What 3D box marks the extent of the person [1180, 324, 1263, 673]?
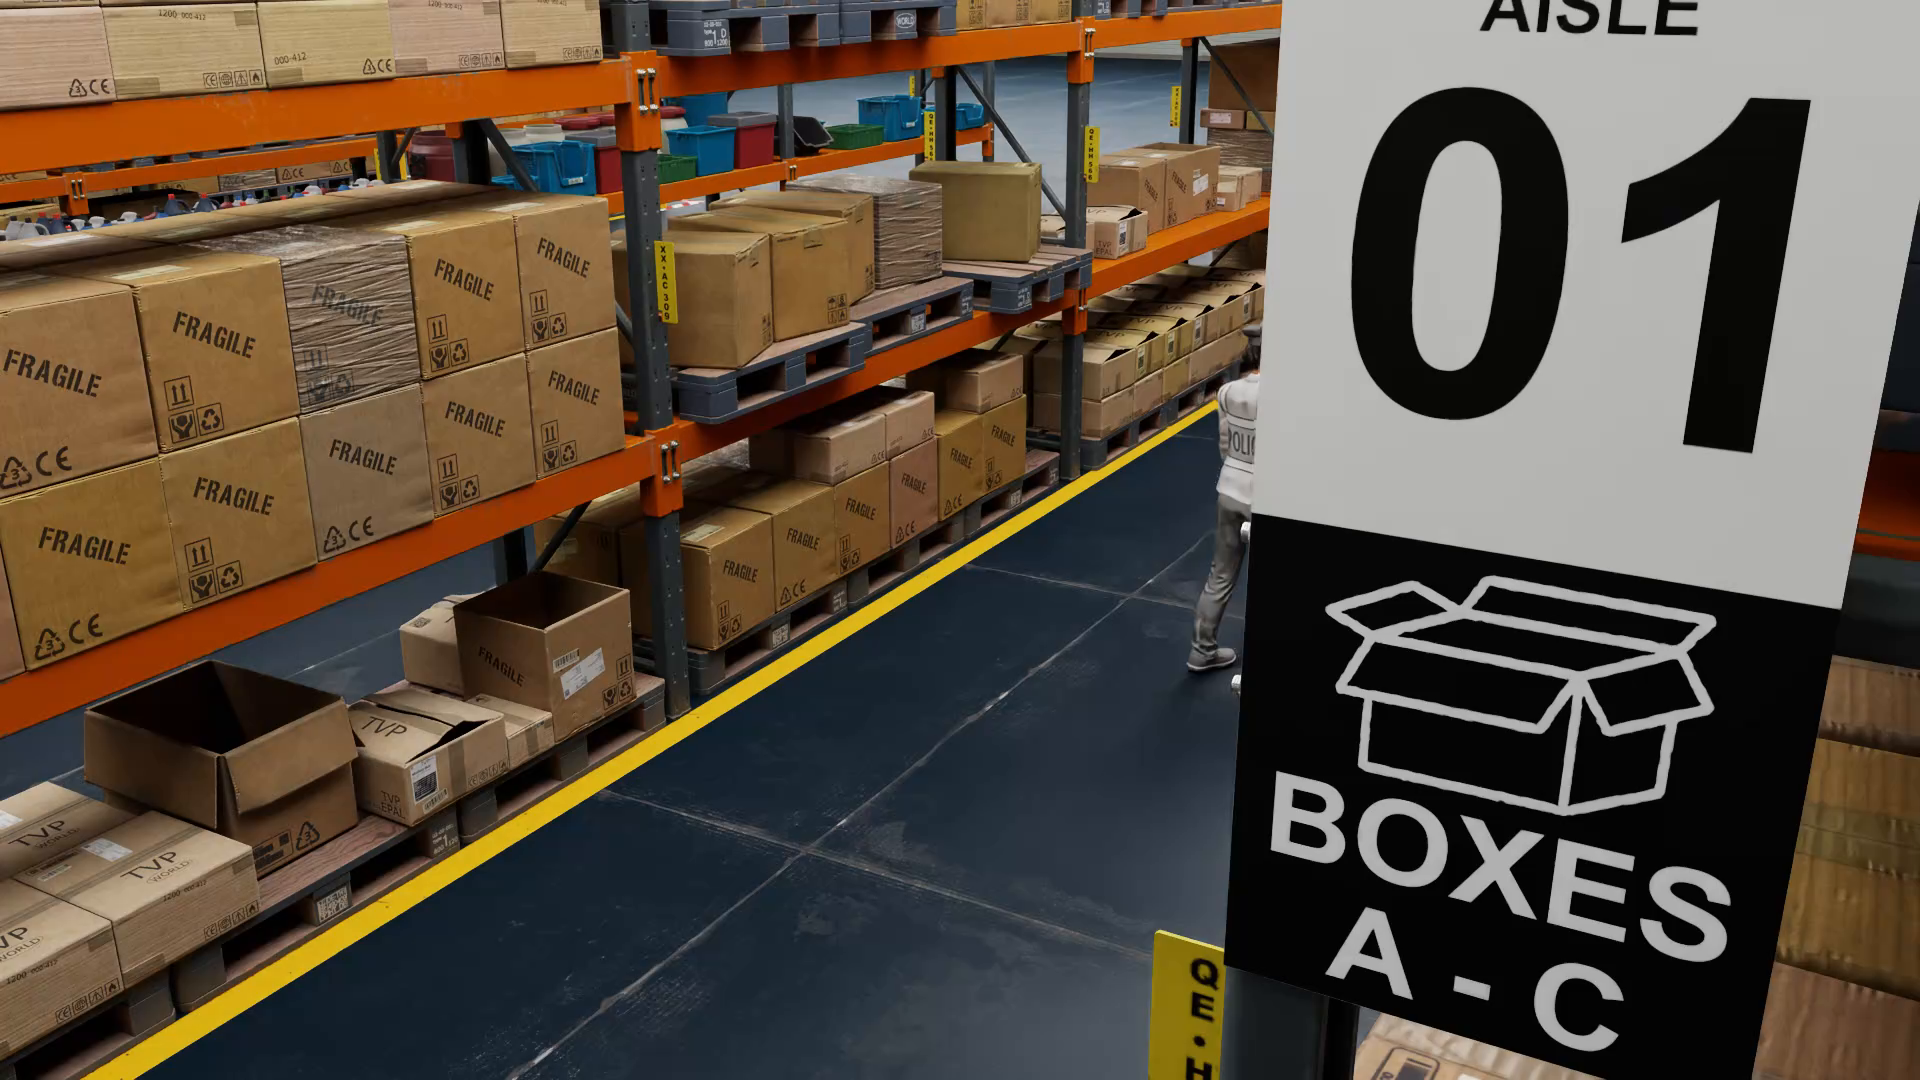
[{"bbox_3d":[1.420,-0.139,7.451,0.529,1.663,0.646,-18,26,-41],"label":"person"}]
